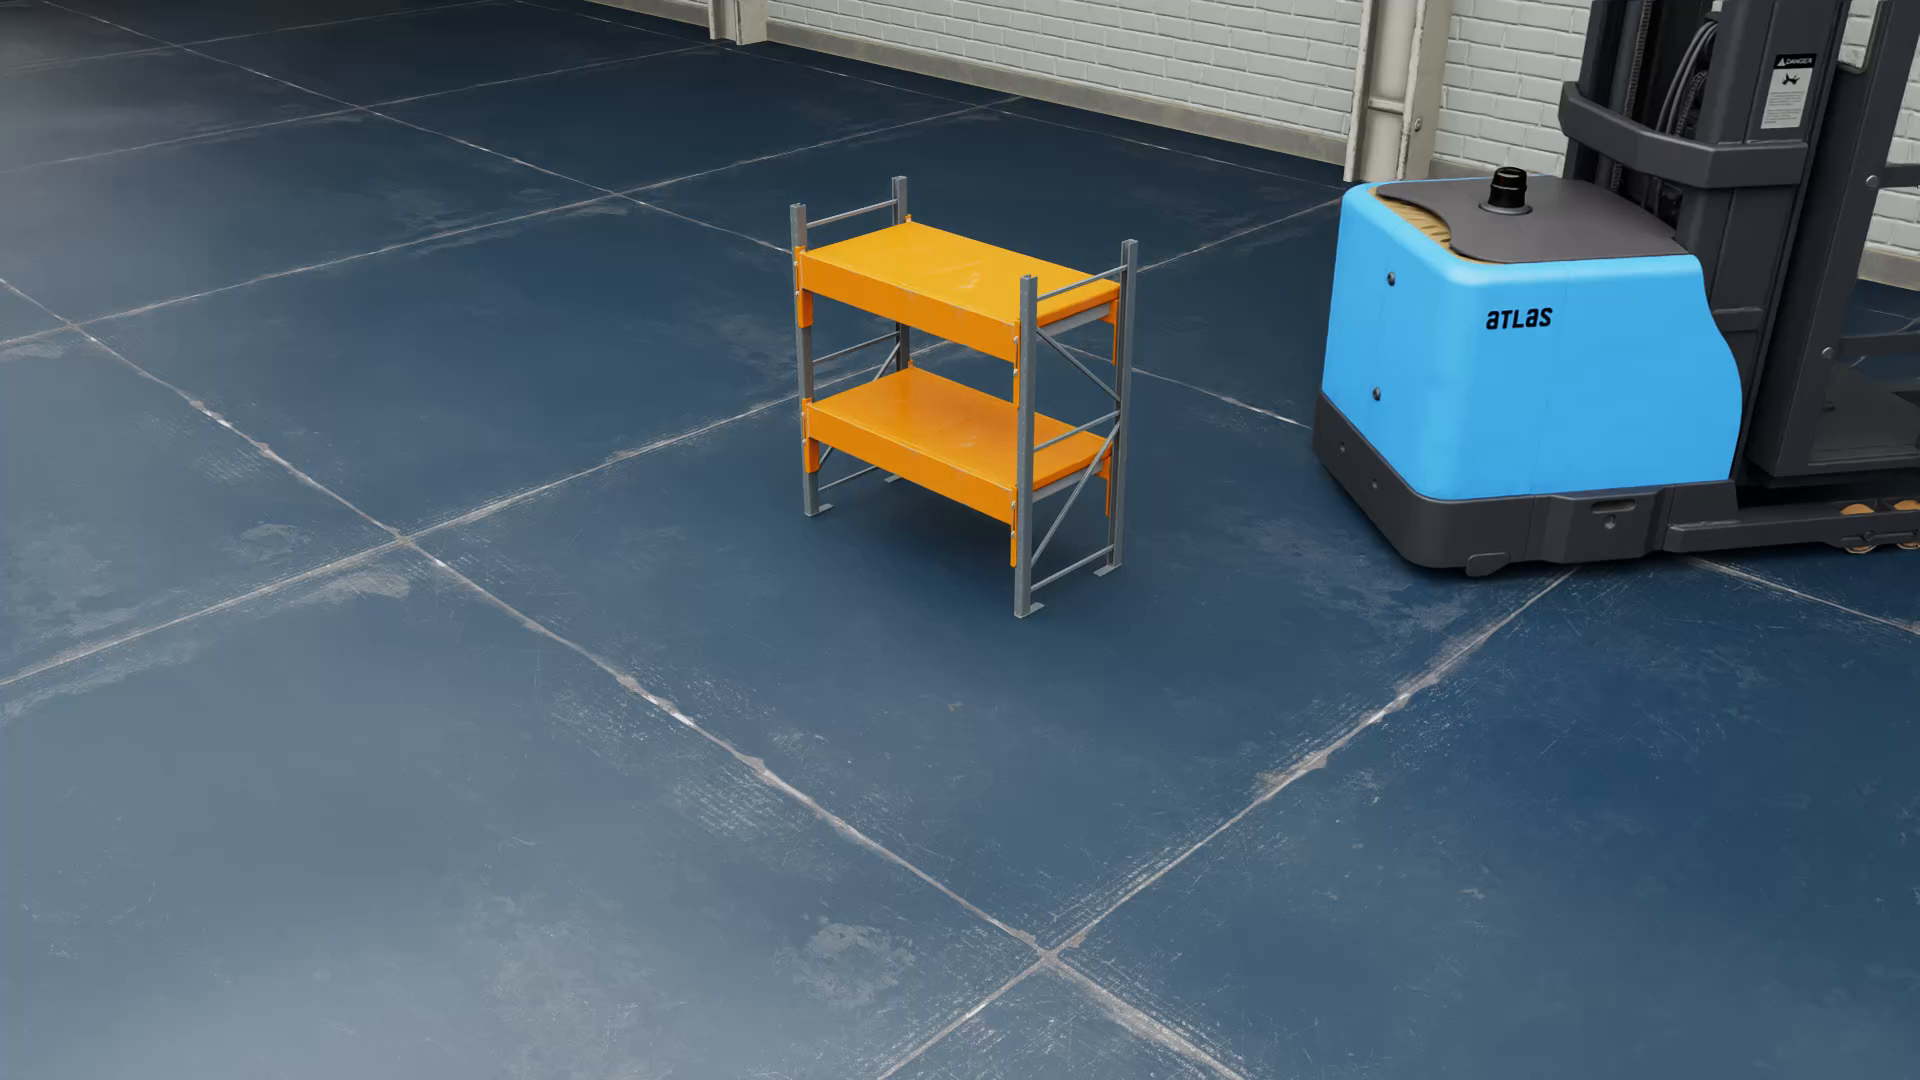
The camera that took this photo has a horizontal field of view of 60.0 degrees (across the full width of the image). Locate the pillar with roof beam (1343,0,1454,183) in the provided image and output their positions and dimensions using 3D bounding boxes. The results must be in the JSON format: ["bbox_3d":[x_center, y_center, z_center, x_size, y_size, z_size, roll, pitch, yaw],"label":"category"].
[{"bbox_3d":[-0.522,-4.654,4.932,0.400,9.000,9.100,25,36,38],"label":"pillar with roof beam"}]

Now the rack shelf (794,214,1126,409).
[{"bbox_3d":[-0.005,-0.759,5.356,1.000,0.278,0.538,25,36,38],"label":"rack shelf"}]

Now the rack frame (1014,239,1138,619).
[{"bbox_3d":[0.358,-0.334,5.177,0.032,1.125,0.500,25,36,38],"label":"rack frame"}]

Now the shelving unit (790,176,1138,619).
[{"bbox_3d":[-0.005,-0.500,5.492,1.048,1.125,0.538,25,36,38],"label":"shelving unit"}]

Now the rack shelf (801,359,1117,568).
[{"bbox_3d":[-0.005,-0.284,5.606,1.000,0.278,0.538,25,36,38],"label":"rack shelf"}]

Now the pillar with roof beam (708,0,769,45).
[{"bbox_3d":[-4.800,-6.612,8.655,0.400,9.000,9.100,25,36,38],"label":"pillar with roof beam"}]

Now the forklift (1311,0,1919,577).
[{"bbox_3d":[2.885,-1.488,5.431,3.031,2.935,1.130,-4,28,-8],"label":"forklift"}]

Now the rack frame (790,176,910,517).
[{"bbox_3d":[-0.367,-0.666,5.808,0.032,1.125,0.500,25,36,38],"label":"rack frame"}]
